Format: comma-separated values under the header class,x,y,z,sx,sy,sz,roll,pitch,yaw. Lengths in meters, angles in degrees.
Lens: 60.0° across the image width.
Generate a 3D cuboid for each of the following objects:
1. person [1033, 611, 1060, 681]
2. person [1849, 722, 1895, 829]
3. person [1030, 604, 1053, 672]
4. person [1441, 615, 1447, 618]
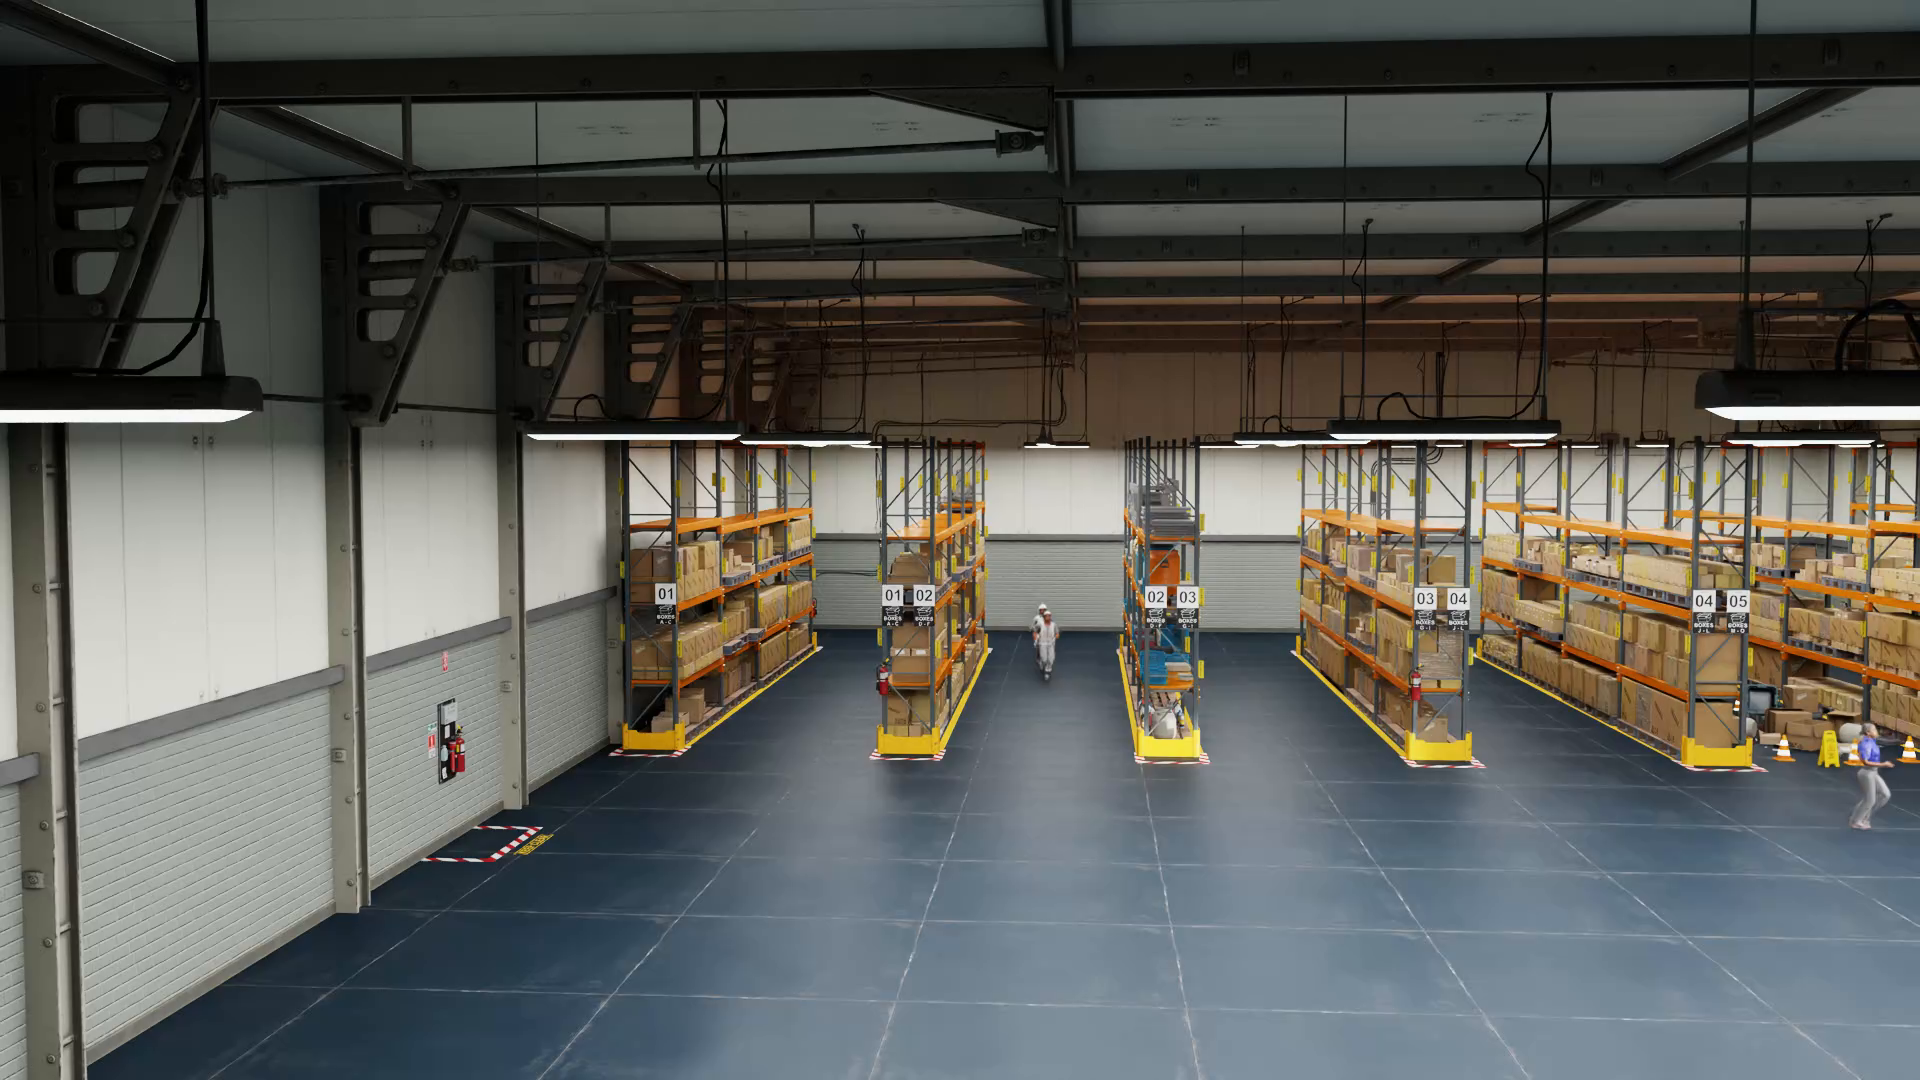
class,x,y,z,sx,sy,sz,roll,pitch,yaw
person,2.171,2.639,41.369,0.653,1.742,0.559,0,3,-7
person,13.765,3.567,25.061,0.611,1.609,0.554,2,4,38
person,2.156,2.550,43.268,0.651,1.758,0.792,0,3,-8
person,13.381,2.440,46.756,0.684,1.580,0.559,2,4,37
